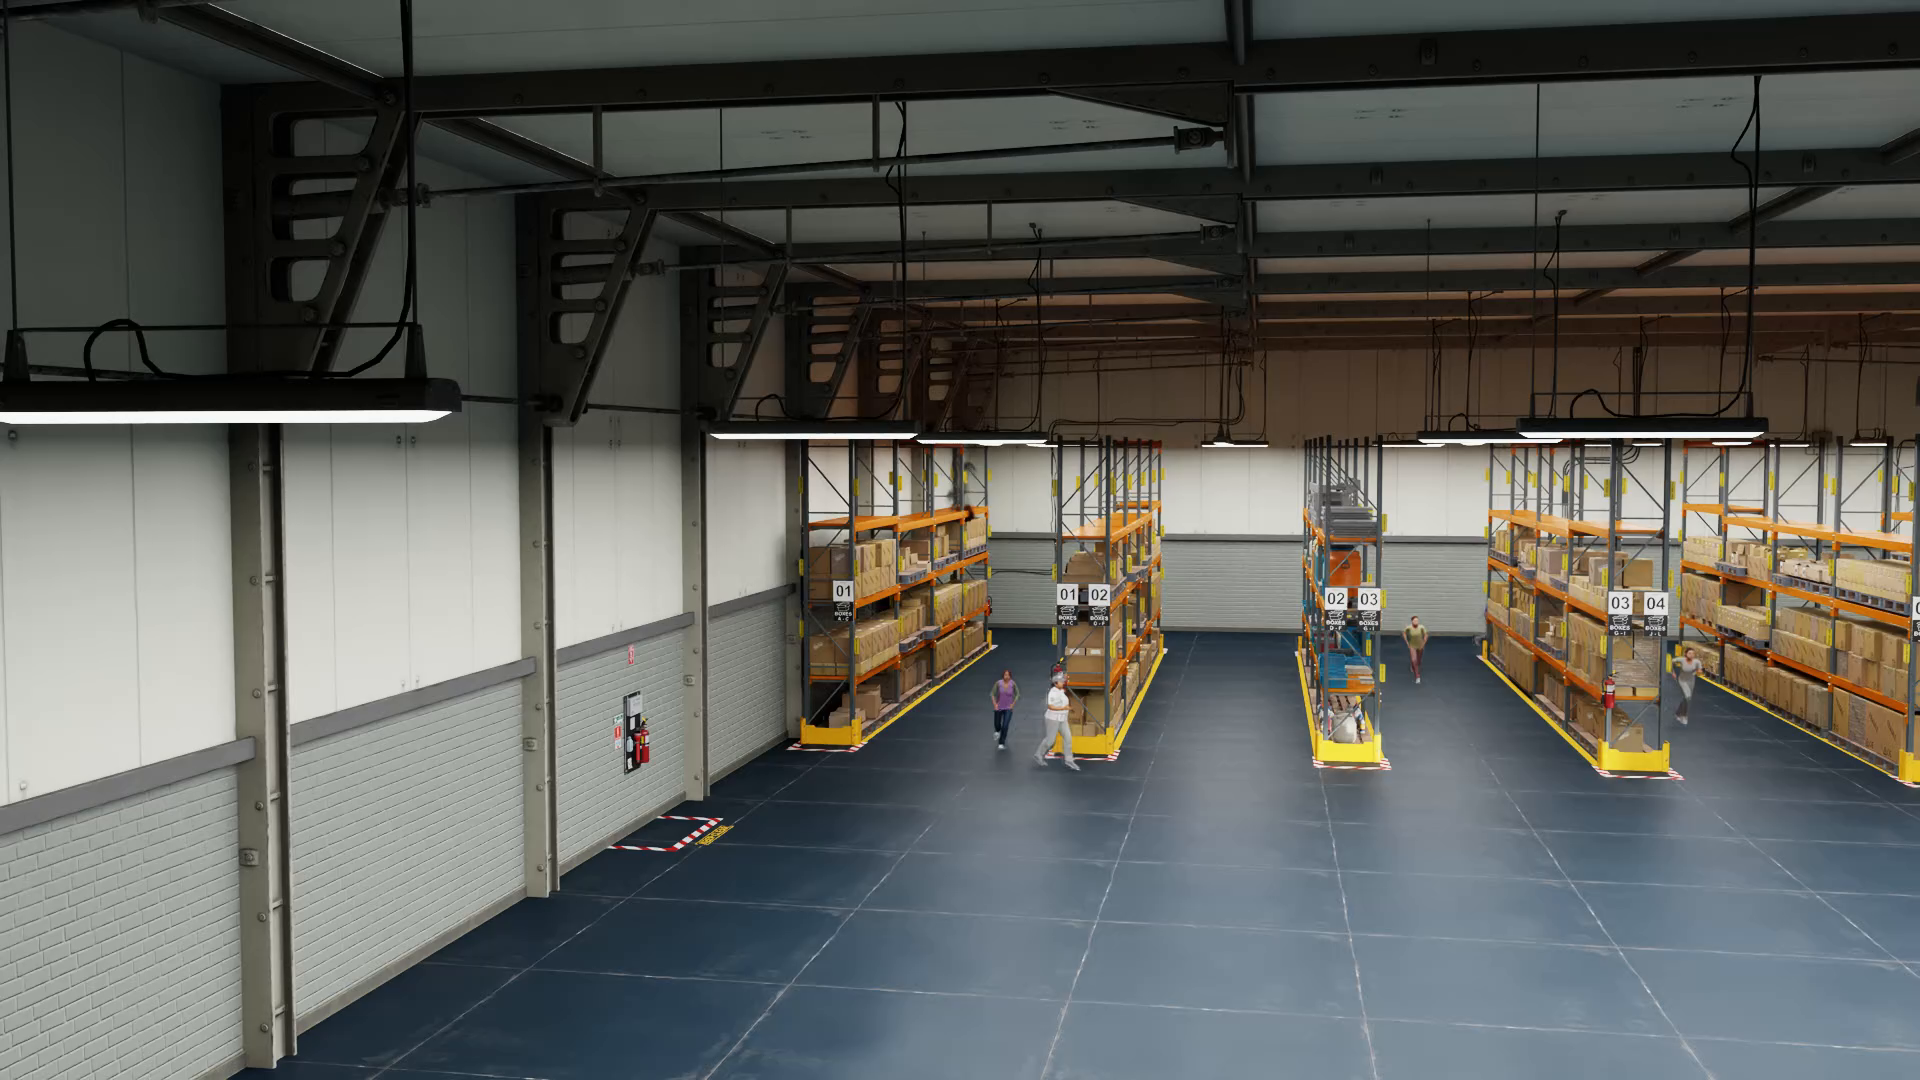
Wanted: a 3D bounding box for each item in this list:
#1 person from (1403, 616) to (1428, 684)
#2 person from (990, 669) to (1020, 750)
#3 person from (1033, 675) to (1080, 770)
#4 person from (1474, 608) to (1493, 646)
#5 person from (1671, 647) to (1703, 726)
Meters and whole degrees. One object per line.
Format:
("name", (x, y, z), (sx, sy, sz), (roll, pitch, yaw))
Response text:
("person", (11.293, 2.692, 41.276), (0.581, 1.661, 0.990), (0, 3, 6))
("person", (0.863, 3.250, 32.010), (0.571, 1.579, 0.568), (0, 3, -1))
("person", (1.707, 3.266, 29.839), (0.853, 1.703, 0.599), (2, 4, 31))
("person", (14.955, 2.399, 46.860), (0.994, 1.654, 0.575), (3, 4, 43))
("person", (15.125, 3.025, 34.668), (0.558, 1.628, 0.894), (0, 3, 0))
